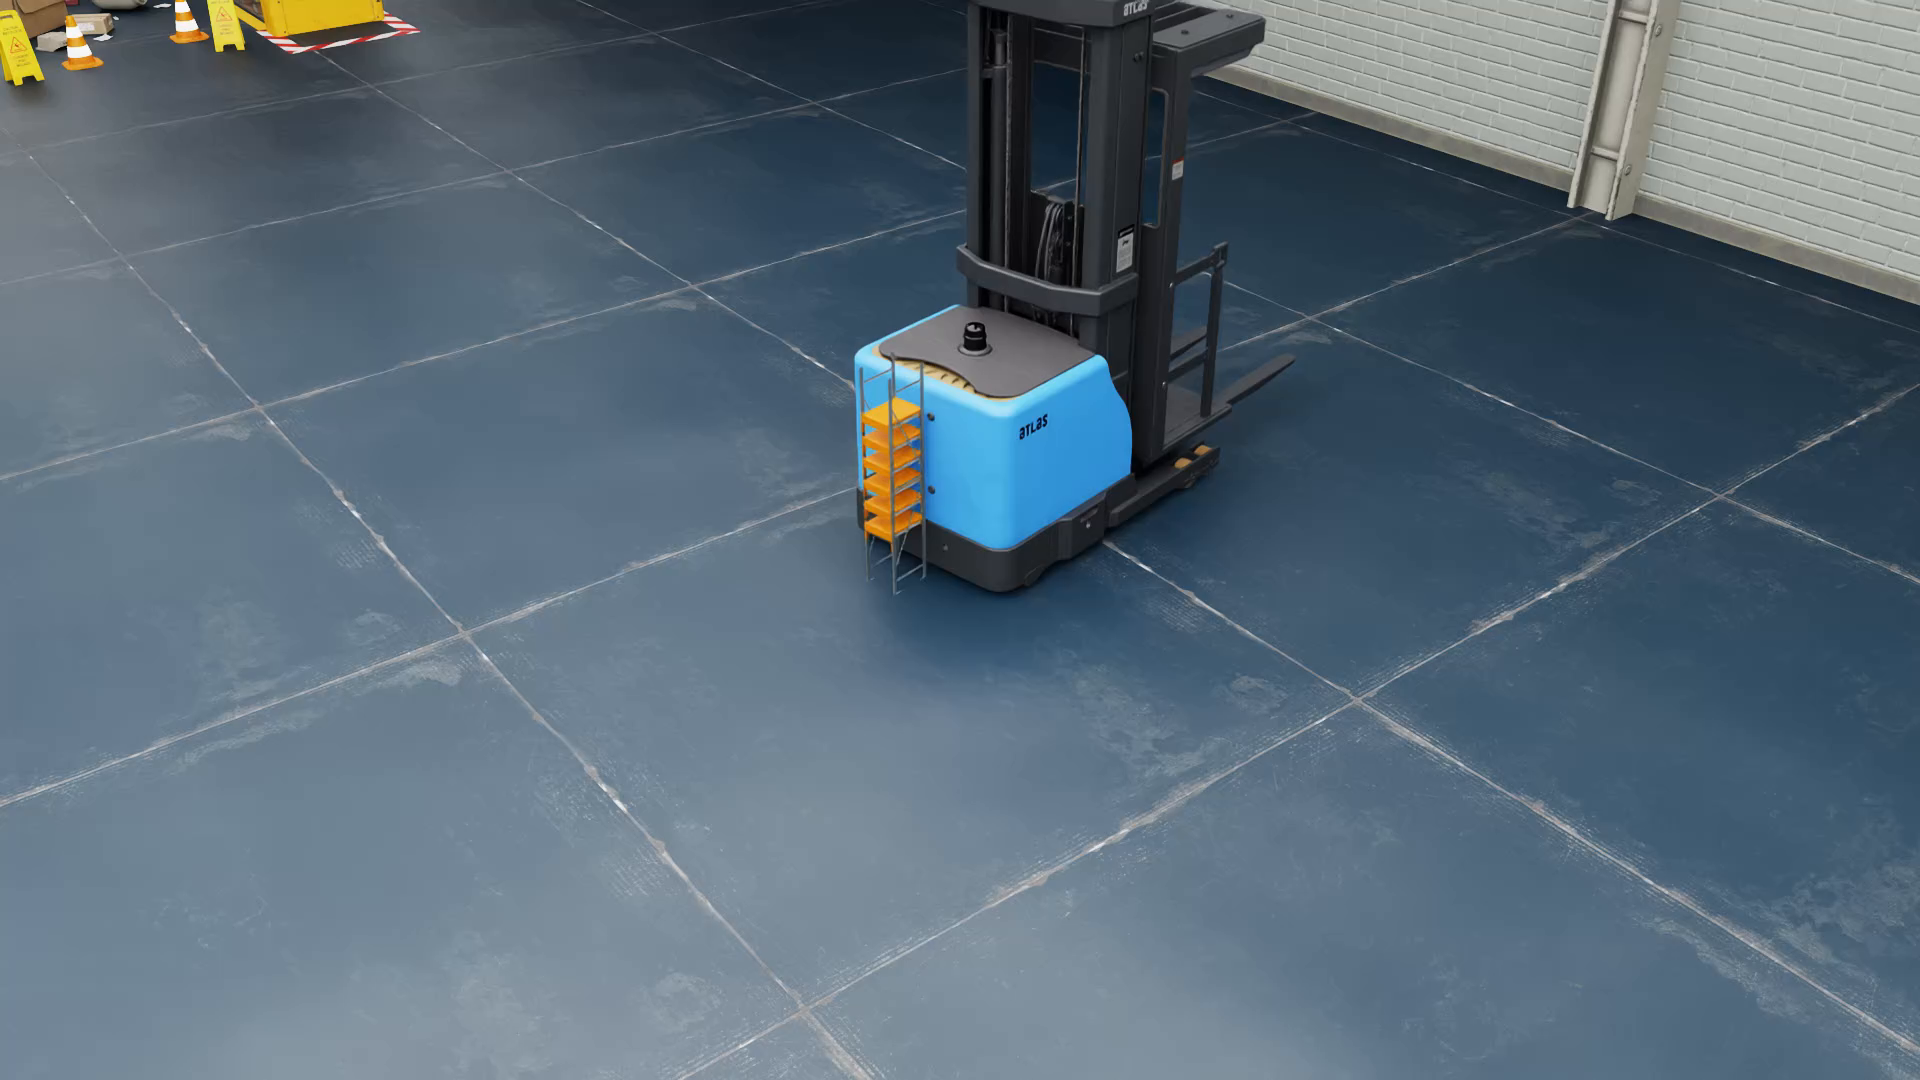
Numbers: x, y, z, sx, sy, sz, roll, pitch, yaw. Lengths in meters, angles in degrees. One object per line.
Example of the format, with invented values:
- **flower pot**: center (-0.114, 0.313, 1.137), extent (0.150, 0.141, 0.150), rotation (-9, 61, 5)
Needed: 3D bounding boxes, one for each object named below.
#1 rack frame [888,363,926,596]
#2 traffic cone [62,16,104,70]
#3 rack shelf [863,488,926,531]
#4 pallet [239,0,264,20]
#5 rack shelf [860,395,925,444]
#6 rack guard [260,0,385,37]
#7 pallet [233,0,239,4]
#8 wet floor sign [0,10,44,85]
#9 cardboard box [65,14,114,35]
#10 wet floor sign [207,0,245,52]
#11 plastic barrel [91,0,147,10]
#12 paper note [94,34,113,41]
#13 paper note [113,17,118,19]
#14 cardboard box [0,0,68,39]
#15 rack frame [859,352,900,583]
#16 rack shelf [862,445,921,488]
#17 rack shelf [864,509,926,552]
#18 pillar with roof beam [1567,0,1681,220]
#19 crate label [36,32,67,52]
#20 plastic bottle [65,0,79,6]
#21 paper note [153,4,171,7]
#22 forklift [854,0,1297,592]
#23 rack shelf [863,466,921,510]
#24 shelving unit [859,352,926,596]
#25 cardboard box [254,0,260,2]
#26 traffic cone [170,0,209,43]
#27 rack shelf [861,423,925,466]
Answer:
- **rack frame**: center (-0.253, -0.276, 8.057), extent (0.006, 1.200, 0.240), rotation (25, 40, 34)
- **traffic cone**: center (-8.554, -4.834, 16.095), extent (0.336, 0.463, 0.334), rotation (-22, 38, -31)
- **rack shelf**: center (-0.322, -0.168, 8.195), extent (0.180, 0.103, 0.258), rotation (25, 40, 34)
- **pallet**: center (-7.120, -5.848, 17.966), extent (1.003, 0.211, 1.213), rotation (-22, 38, -31)
- **rack shelf**: center (-0.322, -0.576, 7.942), extent (0.180, 0.103, 0.258), rotation (25, 40, 34)
- **rack guard**: center (-6.650, -5.621, 17.326), extent (1.175, 0.500, 0.348), rotation (-22, 38, -31)
- **pallet**: center (-7.864, -6.356, 18.784), extent (1.003, 0.211, 1.213), rotation (-22, 38, -31)
- **wet floor sign**: center (-8.869, -4.636, 15.602), extent (0.232, 0.644, 0.267), rotation (26, 40, 35)
- **cardboard box**: center (-9.002, -5.332, 17.194), extent (0.380, 0.149, 0.250), rotation (-4, 32, -7)
- **wet floor sign**: center (-7.332, -5.225, 16.552), extent (0.267, 0.644, 0.232), rotation (-10, 33, -15)
- **plastic barrel**: center (-9.065, -5.927, 17.893), extent (0.512, 0.421, 0.421), rotation (1, 32, 2)
- **paper note**: center (-8.755, -5.140, 16.996), extent (0.142, 0.019, 0.148), rotation (18, 36, 27)
- **paper note**: center (-8.972, -5.546, 17.670), extent (0.032, 0.001, 0.123), rotation (-22, 38, -31)
- **cardboard box**: center (-9.680, -5.503, 17.134), extent (0.637, 0.503, 0.797), rotation (6, 32, 10)
- **rack frame**: center (-0.391, -0.340, 8.159), extent (0.006, 1.200, 0.240), rotation (25, 40, 34)
- **rack shelf**: center (-0.322, -0.372, 8.068), extent (0.180, 0.103, 0.258), rotation (25, 40, 34)
- **rack shelf**: center (-0.321, -0.066, 8.259), extent (0.180, 0.103, 0.258), rotation (25, 40, 34)
- **pillar with roof beam**: center (1.559, -4.995, 8.263), extent (9.100, 9.000, 0.400), rotation (-22, 38, -31)
- **crate label**: center (-9.085, -5.003, 16.676), extent (0.298, 0.136, 0.250), rotation (12, 34, 19)
- **plastic bottle**: center (-9.746, -5.925, 18.232), extent (0.133, 0.061, 0.283), rotation (-16, 35, -23)
- **paper note**: center (-8.671, -5.819, 18.090), extent (0.148, 0.019, 0.142), rotation (18, 36, 27)
- **forklift**: center (0.806, -1.689, 8.691), extent (1.130, 2.935, 3.031), rotation (25, 39, 34)
- **rack shelf**: center (-0.322, -0.270, 8.132), extent (0.180, 0.103, 0.258), rotation (25, 40, 34)
- **shelving unit**: center (-0.322, -0.308, 8.108), extent (0.189, 1.200, 0.258), rotation (25, 40, 34)
- **cardboard box**: center (-7.326, -5.921, 17.649), extent (0.500, 0.250, 0.500), rotation (-22, 38, -32)
- **traffic cone**: center (-7.886, -5.335, 16.901), extent (0.336, 0.463, 0.334), rotation (-22, 38, -31)
- **rack shelf**: center (-0.322, -0.474, 8.005), extent (0.180, 0.103, 0.258), rotation (25, 40, 34)
